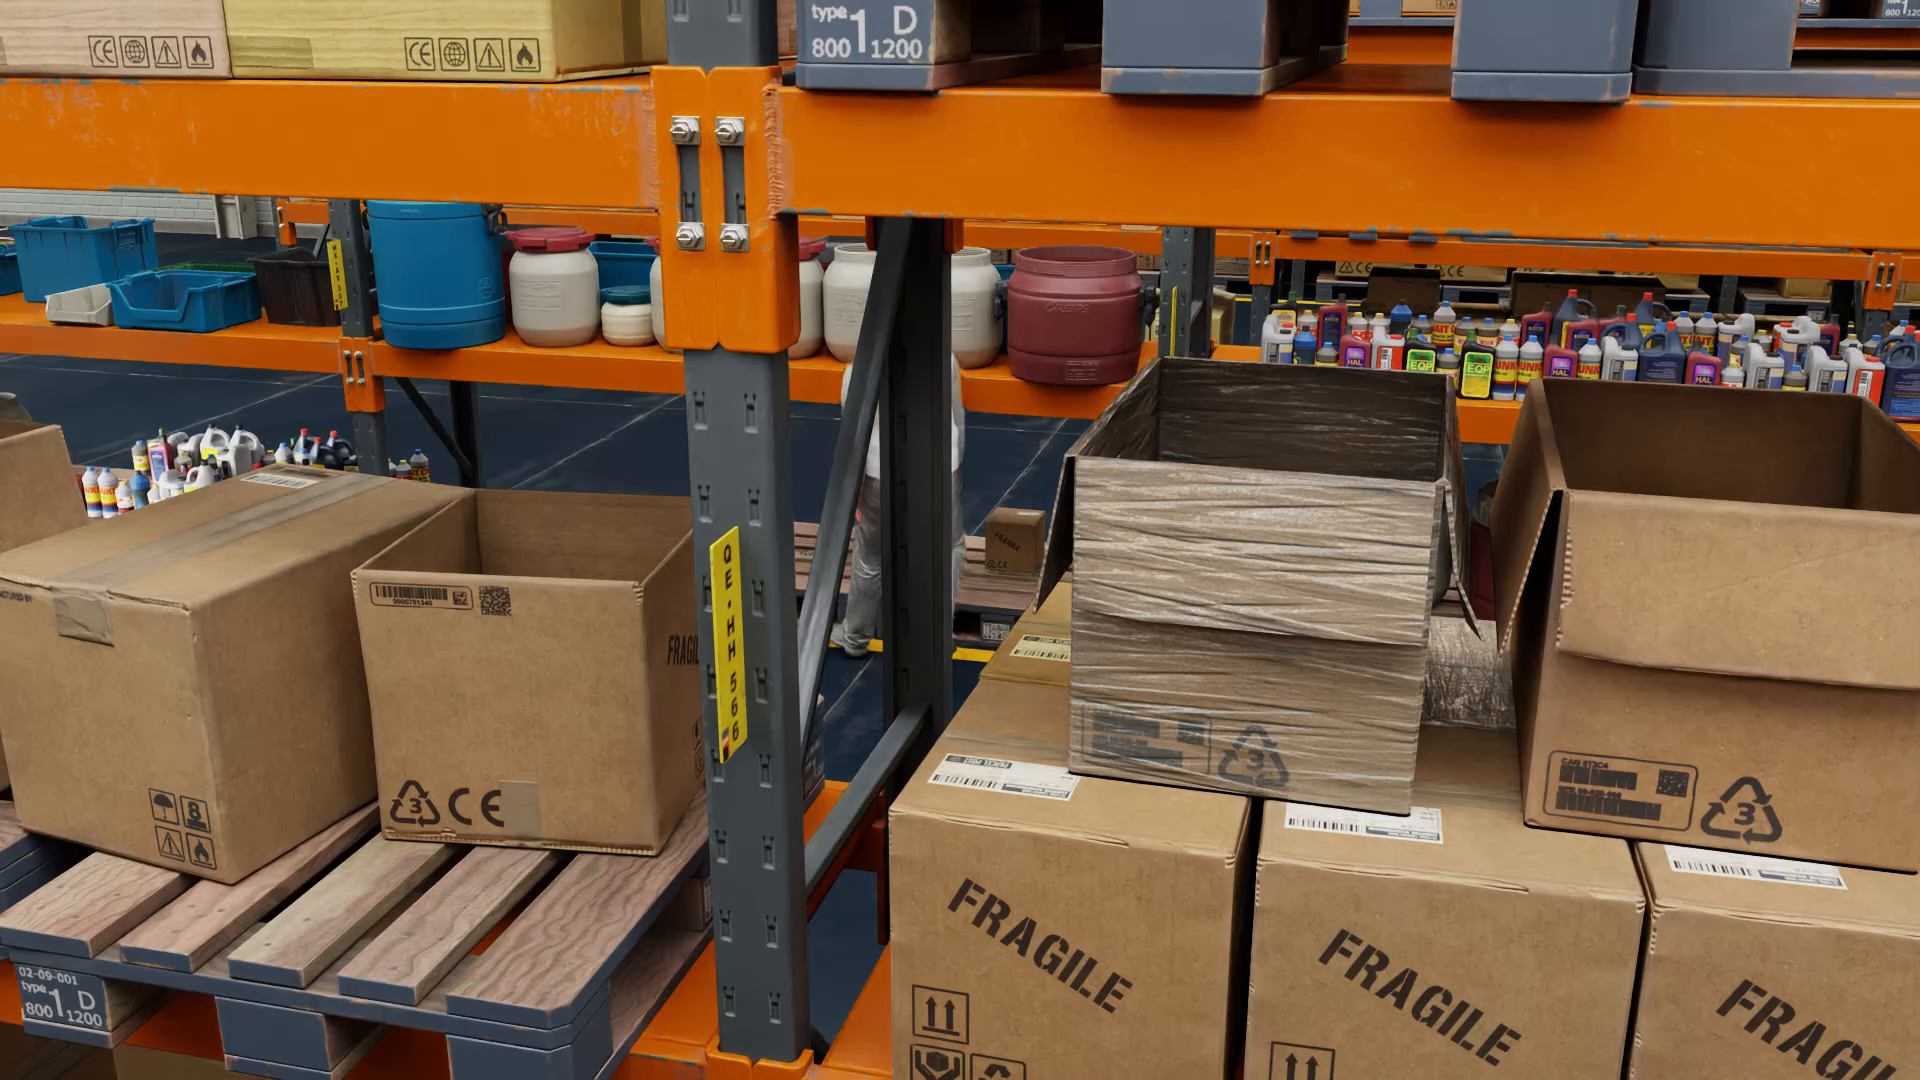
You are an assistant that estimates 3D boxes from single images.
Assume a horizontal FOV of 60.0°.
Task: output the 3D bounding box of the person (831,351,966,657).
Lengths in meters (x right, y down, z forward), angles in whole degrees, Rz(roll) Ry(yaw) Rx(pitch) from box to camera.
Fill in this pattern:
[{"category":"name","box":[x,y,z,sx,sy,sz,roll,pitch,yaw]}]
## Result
[{"category":"person","box":[-0.280,-0.288,7.349,0.622,1.763,0.656,-1,18,-4]}]
